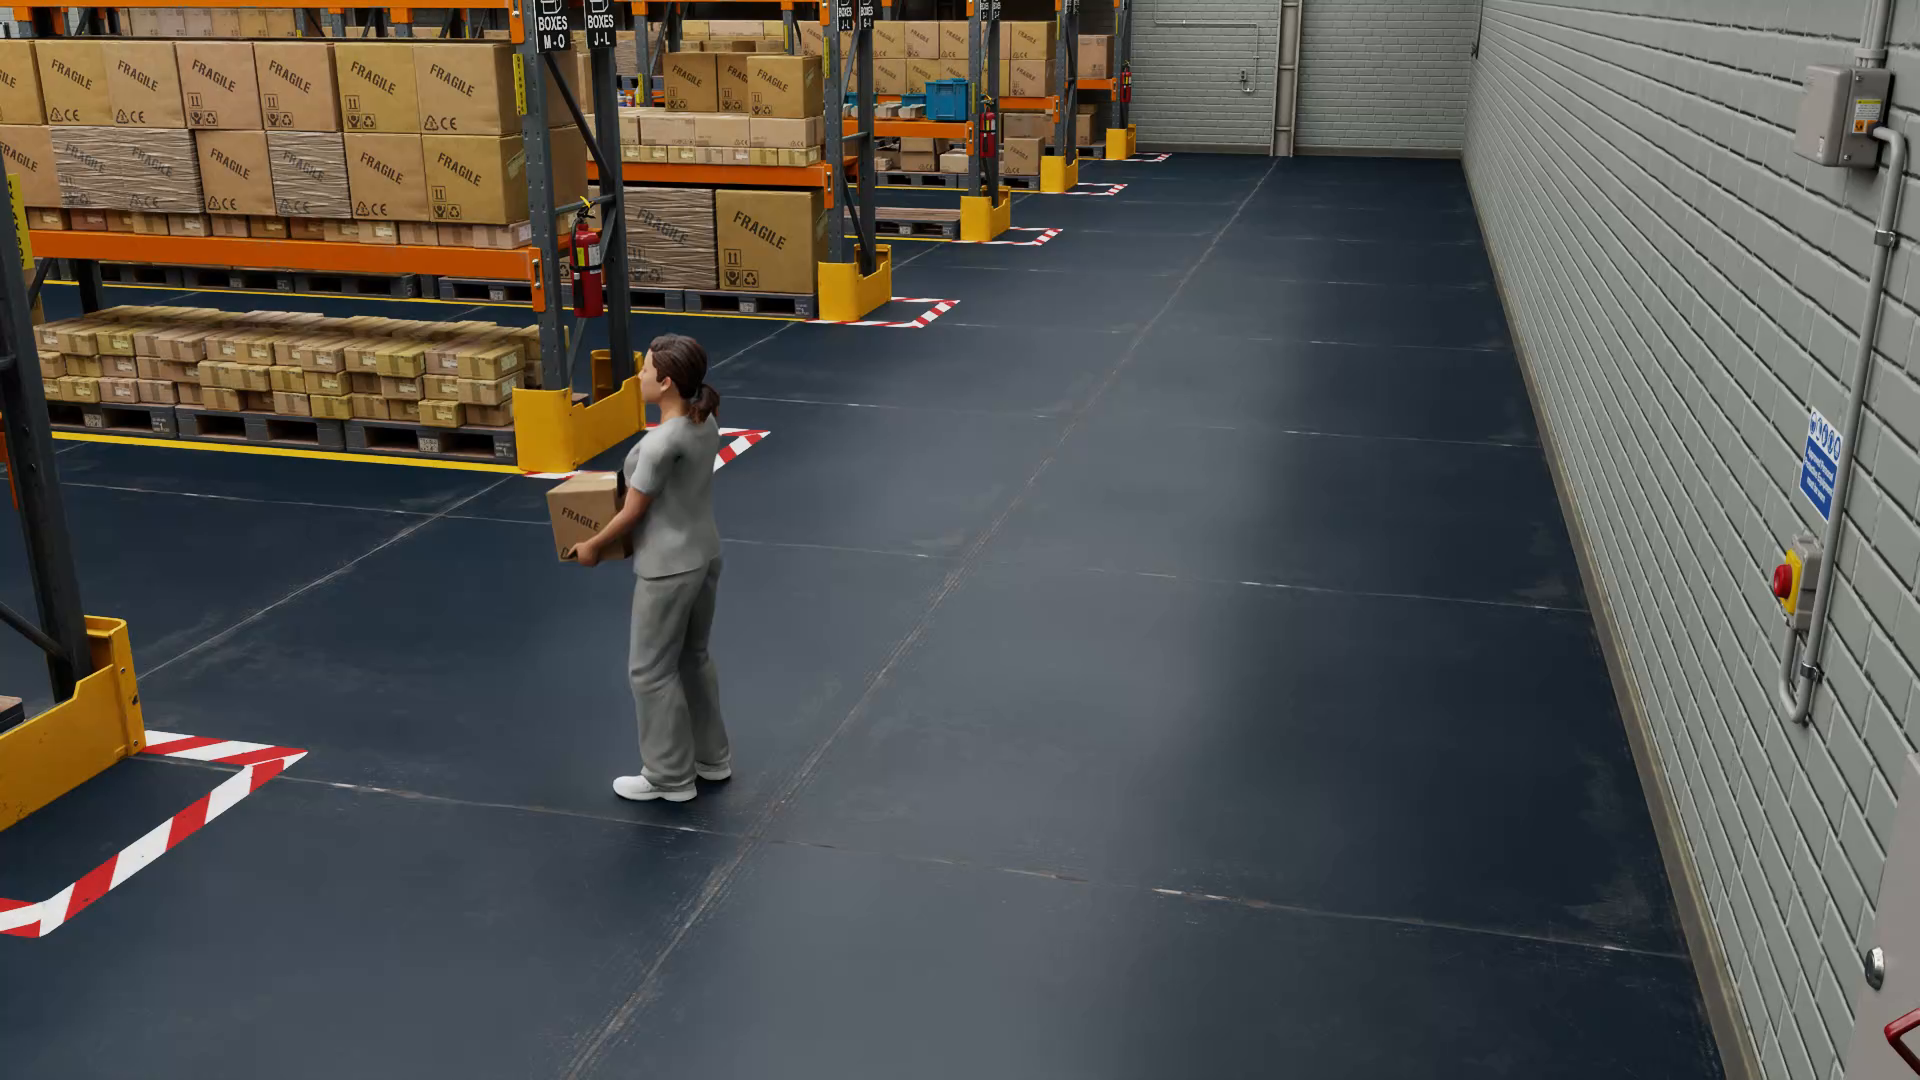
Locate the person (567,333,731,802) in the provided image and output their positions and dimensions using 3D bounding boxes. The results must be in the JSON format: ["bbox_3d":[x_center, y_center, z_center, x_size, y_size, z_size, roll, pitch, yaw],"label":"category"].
[{"bbox_3d":[-1.051,0.103,5.767,0.541,1.667,0.436,5,19,14],"label":"person"}]
